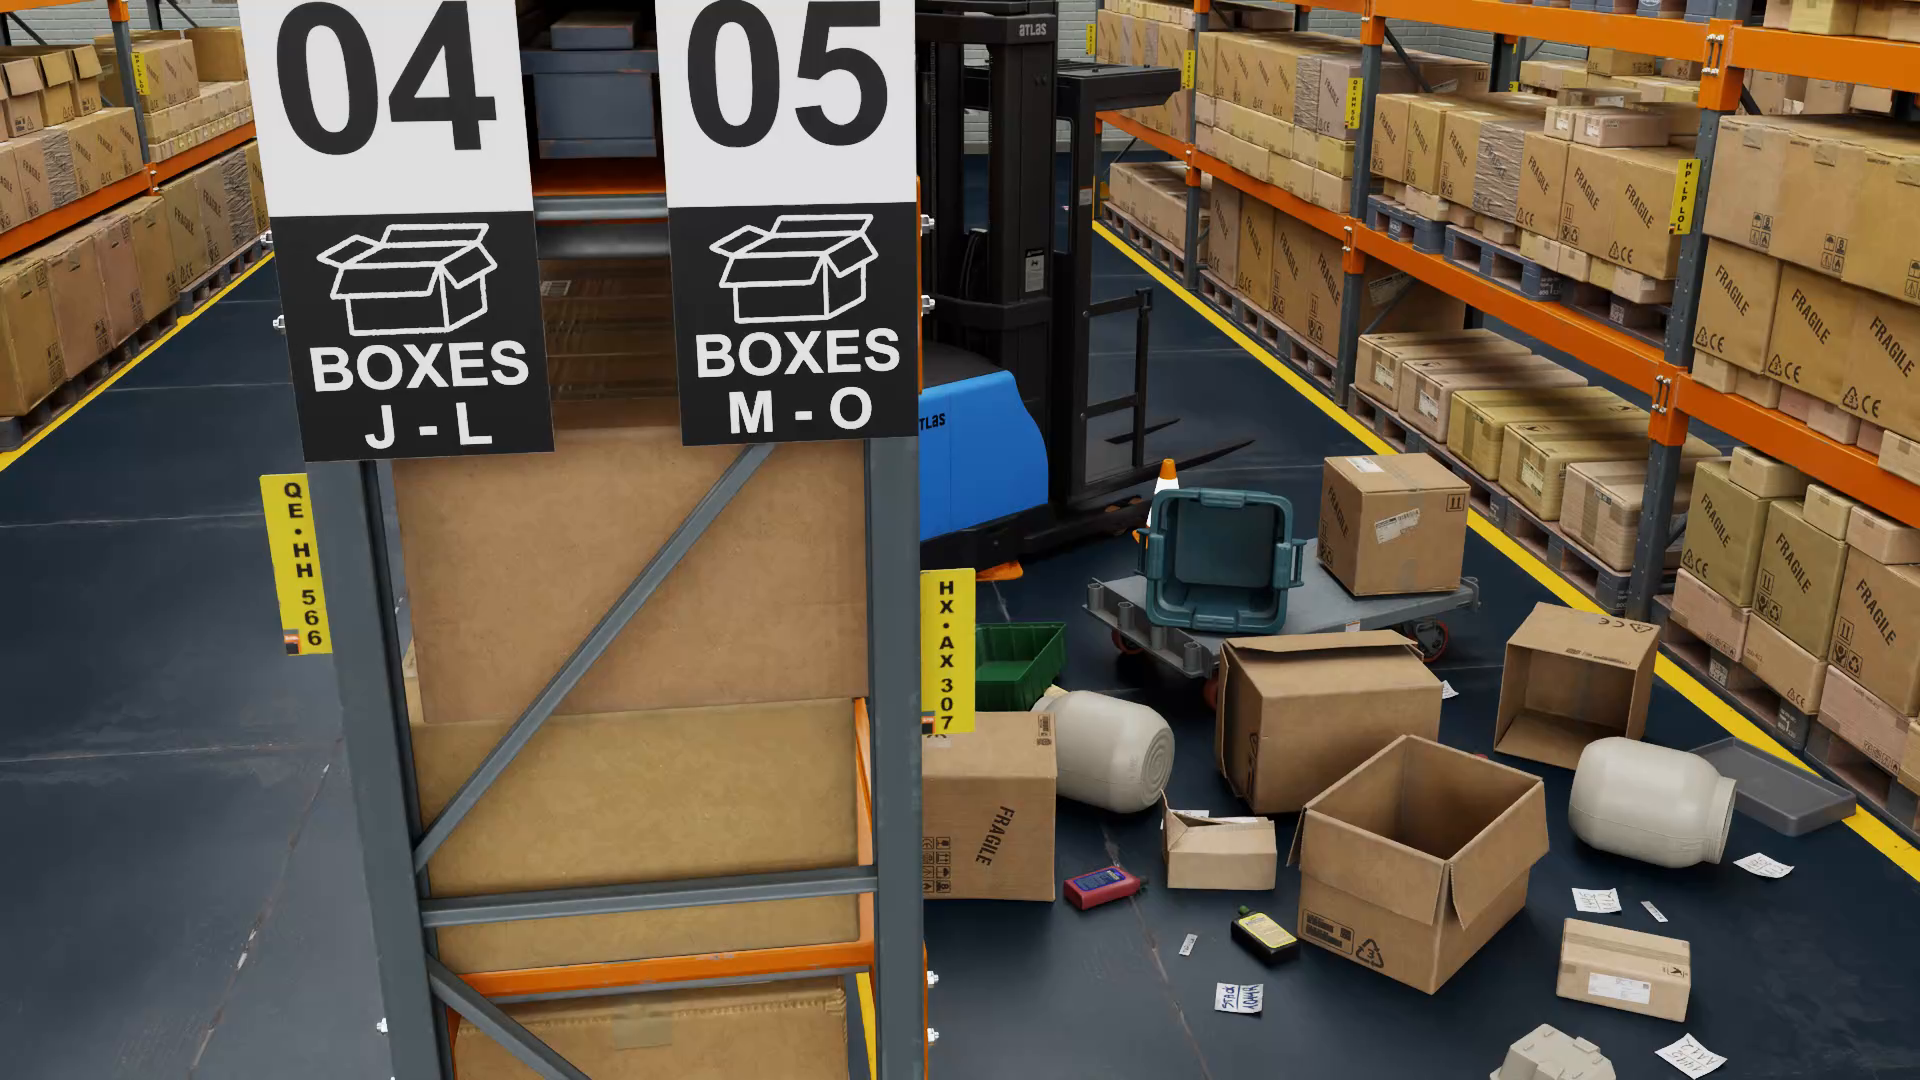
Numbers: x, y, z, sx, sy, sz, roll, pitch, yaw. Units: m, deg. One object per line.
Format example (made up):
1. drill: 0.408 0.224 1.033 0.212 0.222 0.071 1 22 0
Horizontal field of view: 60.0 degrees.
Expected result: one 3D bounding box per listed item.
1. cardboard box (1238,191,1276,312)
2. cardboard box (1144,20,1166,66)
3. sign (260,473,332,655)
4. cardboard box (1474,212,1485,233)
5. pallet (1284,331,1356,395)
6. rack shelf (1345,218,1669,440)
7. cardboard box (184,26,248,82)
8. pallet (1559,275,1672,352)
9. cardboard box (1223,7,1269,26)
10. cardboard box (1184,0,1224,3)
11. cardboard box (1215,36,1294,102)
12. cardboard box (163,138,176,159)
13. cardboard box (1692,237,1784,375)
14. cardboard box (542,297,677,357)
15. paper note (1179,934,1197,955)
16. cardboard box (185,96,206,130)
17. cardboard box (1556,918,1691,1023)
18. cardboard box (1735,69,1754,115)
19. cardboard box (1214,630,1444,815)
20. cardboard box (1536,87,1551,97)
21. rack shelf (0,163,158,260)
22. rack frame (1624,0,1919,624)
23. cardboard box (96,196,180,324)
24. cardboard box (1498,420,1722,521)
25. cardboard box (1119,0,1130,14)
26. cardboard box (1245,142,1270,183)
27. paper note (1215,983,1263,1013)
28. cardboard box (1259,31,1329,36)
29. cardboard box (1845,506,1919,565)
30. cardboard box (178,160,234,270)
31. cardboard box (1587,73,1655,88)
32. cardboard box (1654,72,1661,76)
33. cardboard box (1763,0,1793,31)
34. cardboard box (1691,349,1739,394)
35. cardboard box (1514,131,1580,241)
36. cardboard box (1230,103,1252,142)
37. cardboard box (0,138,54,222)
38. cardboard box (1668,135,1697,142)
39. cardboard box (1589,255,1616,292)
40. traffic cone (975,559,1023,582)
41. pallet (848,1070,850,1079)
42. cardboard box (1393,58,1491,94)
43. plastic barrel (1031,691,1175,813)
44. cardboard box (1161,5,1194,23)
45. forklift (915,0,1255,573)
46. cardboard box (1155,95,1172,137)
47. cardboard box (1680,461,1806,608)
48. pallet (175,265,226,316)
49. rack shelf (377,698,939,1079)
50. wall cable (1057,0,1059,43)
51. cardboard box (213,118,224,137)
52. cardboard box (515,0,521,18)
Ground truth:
1. cardboard box: 2.888 -2.444 13.908 0.875 0.875 0.875 -2 21 -6
2. cardboard box: 2.092 -4.782 16.160 0.500 0.500 0.500 -3 21 -7
3. sign: -1.111 0.043 2.819 0.100 0.325 0.005 -3 21 -8
4. cardboard box: 3.233 -1.869 9.692 0.380 0.149 0.250 -2 21 -6
5. pallet: 3.119 -1.351 12.531 1.003 0.211 1.213 -3 21 -8
6. rack shelf: 3.446 -1.351 9.574 1.077 0.370 4.000 -3 21 -8
7. cardboard box: -7.471 -4.915 16.807 0.500 0.500 0.500 -3 21 -7
8. pallet: 3.768 -1.177 8.356 1.003 0.211 1.213 -3 21 -8
9. cardboard box: 2.661 -4.881 15.498 0.380 0.149 0.250 -3 21 -8
10. cardboard box: 2.493 -5.416 16.931 0.380 0.149 0.250 -2 21 -6
11. cardboard box: 2.461 -3.939 13.903 0.500 0.500 0.500 -3 21 -8
12. cardboard box: -6.976 -3.358 14.278 0.380 0.149 0.250 -4 21 -10
13. cardboard box: 3.522 -1.015 7.079 0.500 0.500 0.500 -3 21 -8
14. cardboard box: -0.758 -0.218 3.755 0.875 0.550 0.550 -3 21 -8
15. paper note: 0.765 1.356 5.572 0.032 0.001 0.123 8 22 20
16. cardboard box: -7.181 -3.862 15.058 0.500 0.250 0.500 -2 21 -6
17. cardboard box: 2.124 1.373 5.326 0.380 0.149 0.250 8 22 20
18. cardboard box: 7.341 -4.082 15.114 0.700 0.500 0.500 -2 21 -6
19. cardboard box: 1.410 0.692 6.451 0.797 0.637 0.503 -3 21 -8
20. cardboard box: 6.775 -5.071 18.864 0.380 0.149 0.250 -2 21 -6
21. rack shelf: -6.937 -2.236 11.944 1.077 0.370 4.000 -3 21 -8
22. rack frame: 3.735 -0.995 7.594 1.000 3.000 0.127 -3 21 -8
23. cardboard box: -7.113 -2.246 13.379 1.225 0.875 0.875 -3 21 -8
24. cardboard box: 3.550 -0.391 9.132 0.950 0.372 0.625 -2 21 -4
25. cardboard box: 1.870 -5.559 17.314 0.380 0.149 0.250 -4 21 -10
26. cardboard box: 2.581 -2.998 13.171 0.500 0.250 0.500 -3 21 -9
27. paper note: 0.888 1.452 5.288 0.144 0.017 0.142 4 21 11
28. cardboard box: 2.894 -4.138 14.437 0.500 0.500 0.500 -2 21 -6
29. cardboard box: 3.629 -0.024 6.324 0.380 0.149 0.250 -2 21 -5
30. cardboard box: -7.371 -3.011 15.427 0.875 0.875 0.875 -3 21 -8
31. cardboard box: 6.959 -4.774 17.501 0.500 0.250 0.500 -3 21 -9
32. cardboard box: 7.460 -4.794 17.553 0.500 0.250 0.500 -3 21 -8
33. cardboard box: 3.535 -2.161 6.787 0.380 0.149 0.250 -3 21 -9
34. cardboard box: 3.463 -0.752 7.302 0.380 0.149 0.250 -3 21 -8
35. cardboard box: 3.300 -1.877 8.787 0.500 0.500 0.500 -2 21 -6
36. cardboard box: 2.515 -3.407 13.552 0.500 0.250 0.500 -3 21 -7
37. cardboard box: -6.603 -2.465 11.386 0.500 0.500 0.500 -3 21 -9
38. cardboard box: 3.820 -1.900 8.849 0.500 0.500 0.500 -3 21 -8
39. cardboard box: 3.367 -1.331 8.251 0.380 0.149 0.250 -4 21 -9
40. traffic cone: 0.152 -0.063 8.723 0.336 0.463 0.334 -3 21 -8
41. pallet: -0.765 1.708 4.342 1.003 0.211 1.213 -3 21 -8
42. cardboard box: 3.329 -3.079 11.600 0.500 0.500 0.500 -4 21 -10
43. plastic barrel: 0.532 0.812 6.438 0.512 0.421 0.421 12 24 30
44. cardboard box: 2.139 -5.030 15.897 0.380 0.149 0.250 -3 21 -8
45. forklift: 0.467 -1.519 9.093 3.031 2.935 1.130 -17 27 -39
46. cardboard box: 2.182 -4.138 15.864 0.500 0.500 0.500 -3 21 -9
47. cardboard box: 3.553 -0.037 7.287 0.500 0.500 0.500 -2 21 -5
48. pallet: -7.257 -2.226 14.875 1.003 0.211 1.213 -3 21 -8
49. rack shelf: -0.861 0.319 5.104 1.077 0.370 4.000 -3 21 -8
50. wall cable: 1.169 -7.592 23.759 0.585 1.953 0.123 -3 21 -8
51. cardboard box: -7.204 -3.897 15.721 0.380 0.149 0.250 -3 21 -7
52. cardboard box: -0.956 -0.955 2.814 0.380 0.149 0.250 -3 21 -8
